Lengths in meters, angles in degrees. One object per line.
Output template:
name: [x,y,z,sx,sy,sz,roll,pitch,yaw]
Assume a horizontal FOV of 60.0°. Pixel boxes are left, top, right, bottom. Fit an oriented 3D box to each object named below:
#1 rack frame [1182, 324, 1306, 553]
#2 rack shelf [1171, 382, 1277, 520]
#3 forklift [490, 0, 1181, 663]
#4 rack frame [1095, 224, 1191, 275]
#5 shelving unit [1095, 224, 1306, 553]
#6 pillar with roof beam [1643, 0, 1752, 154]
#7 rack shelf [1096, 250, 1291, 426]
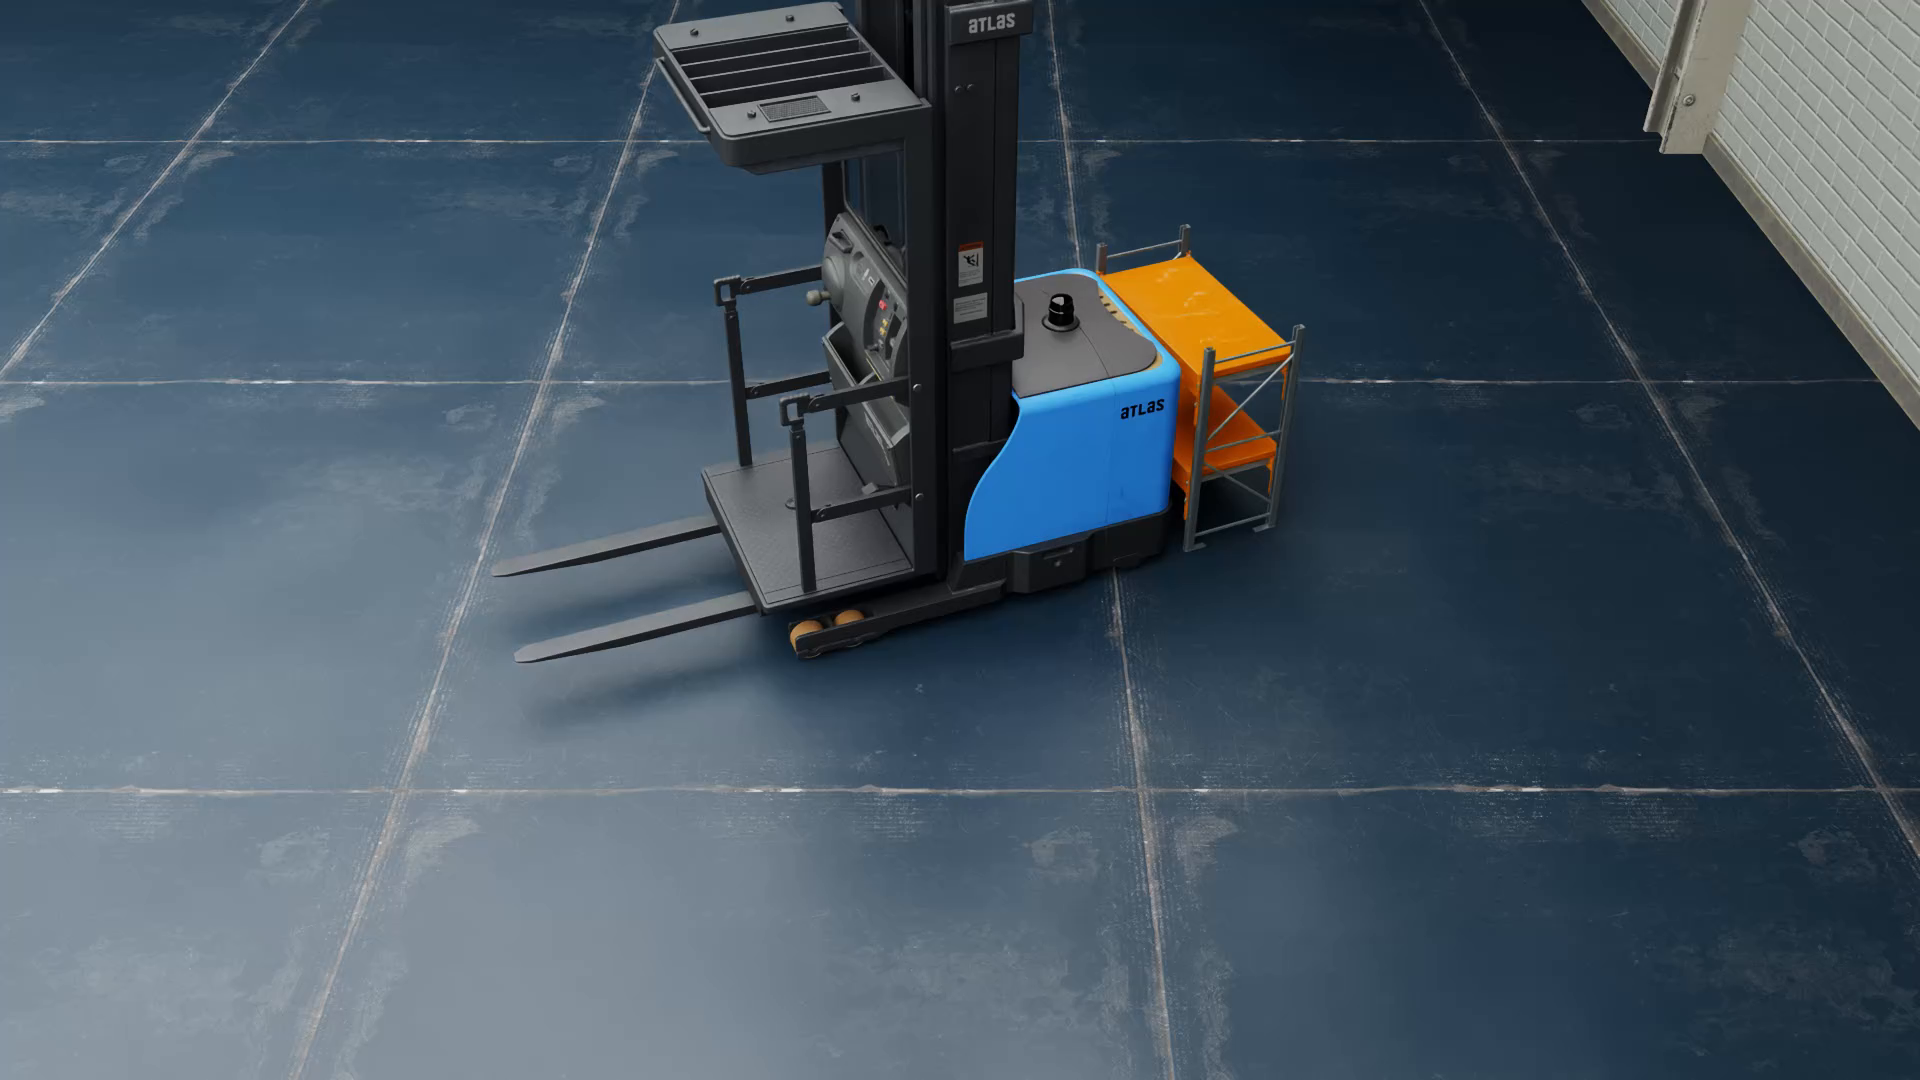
rack frame: [1.298,-0.450,7.657,0.500,1.125,0.032,-15,41,-18]
rack shelf: [1.094,-0.550,8.173,0.538,0.278,1.000,-15,41,-18]
forklift: [-0.586,-0.998,6.898,3.031,2.935,1.130,-14,41,-17]
rack frame: [0.891,-1.032,8.384,0.500,1.125,0.032,-15,41,-18]
shelving unit: [1.094,-0.741,8.021,0.538,1.125,1.048,-15,41,-18]
pillar with roof beam: [0.600,-6.250,8.599,9.100,9.000,0.400,0,39,0]
rack shelf: [1.094,-0.969,7.837,0.538,0.278,1.000,-15,41,-18]
